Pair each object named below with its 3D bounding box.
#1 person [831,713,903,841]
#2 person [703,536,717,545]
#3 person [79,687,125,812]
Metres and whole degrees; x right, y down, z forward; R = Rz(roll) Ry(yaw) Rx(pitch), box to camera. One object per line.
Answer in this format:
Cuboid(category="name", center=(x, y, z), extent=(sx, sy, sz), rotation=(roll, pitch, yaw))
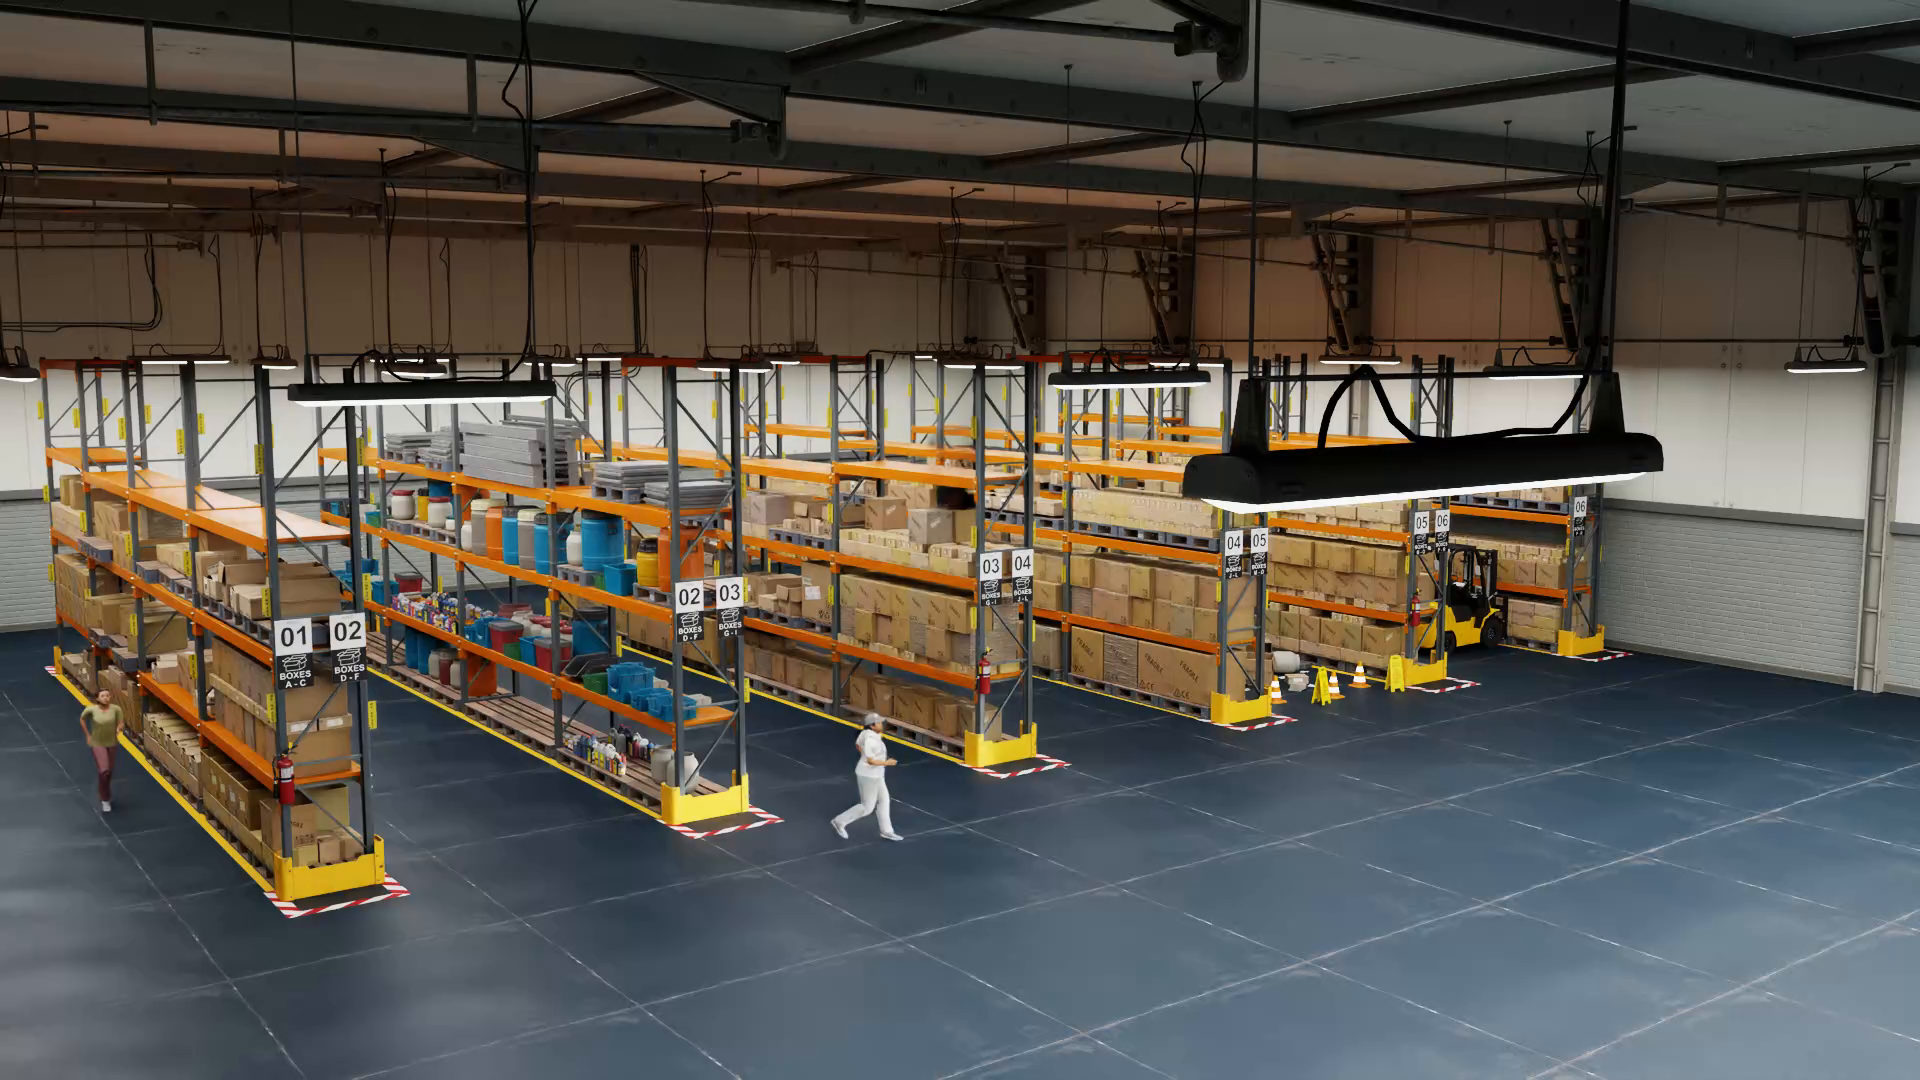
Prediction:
Cuboid(category="person", center=(-1.176, 3.004, 20.999), extent=(0.914, 1.678, 0.616), rotation=(-1, 7, -4))
Cuboid(category="person", center=(-6.191, 0.627, 40.503), extent=(0.715, 1.717, 0.538), rotation=(3, 8, 26))
Cuboid(category="person", center=(-11.610, 2.813, 22.580), extent=(0.799, 1.700, 0.493), rotation=(6, 9, 43))
